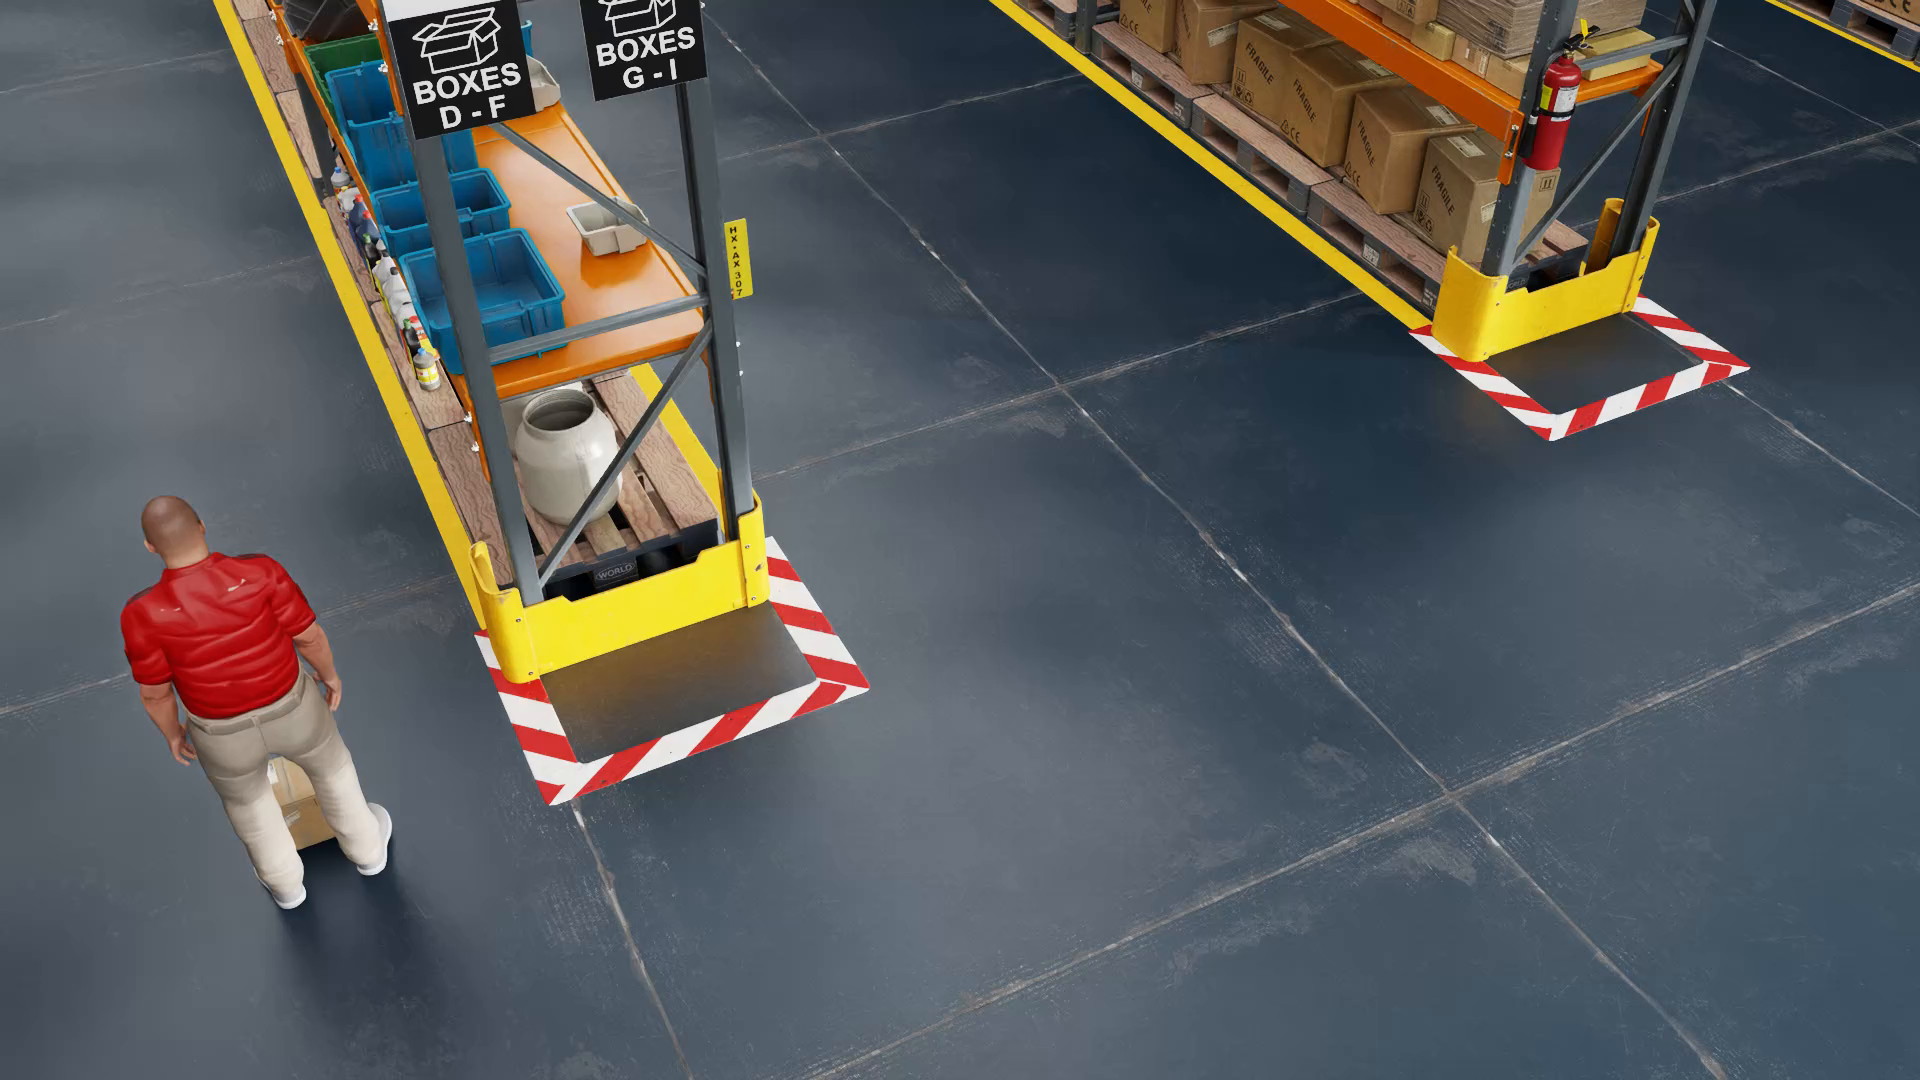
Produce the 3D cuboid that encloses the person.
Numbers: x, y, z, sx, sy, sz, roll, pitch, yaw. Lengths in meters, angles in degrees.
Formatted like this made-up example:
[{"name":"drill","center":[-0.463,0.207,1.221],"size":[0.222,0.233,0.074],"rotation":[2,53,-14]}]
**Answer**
[{"name":"person","center":[-2.346,0.561,5.524],"size":[0.584,1.725,0.391],"rotation":[-21,45,-22]}]
